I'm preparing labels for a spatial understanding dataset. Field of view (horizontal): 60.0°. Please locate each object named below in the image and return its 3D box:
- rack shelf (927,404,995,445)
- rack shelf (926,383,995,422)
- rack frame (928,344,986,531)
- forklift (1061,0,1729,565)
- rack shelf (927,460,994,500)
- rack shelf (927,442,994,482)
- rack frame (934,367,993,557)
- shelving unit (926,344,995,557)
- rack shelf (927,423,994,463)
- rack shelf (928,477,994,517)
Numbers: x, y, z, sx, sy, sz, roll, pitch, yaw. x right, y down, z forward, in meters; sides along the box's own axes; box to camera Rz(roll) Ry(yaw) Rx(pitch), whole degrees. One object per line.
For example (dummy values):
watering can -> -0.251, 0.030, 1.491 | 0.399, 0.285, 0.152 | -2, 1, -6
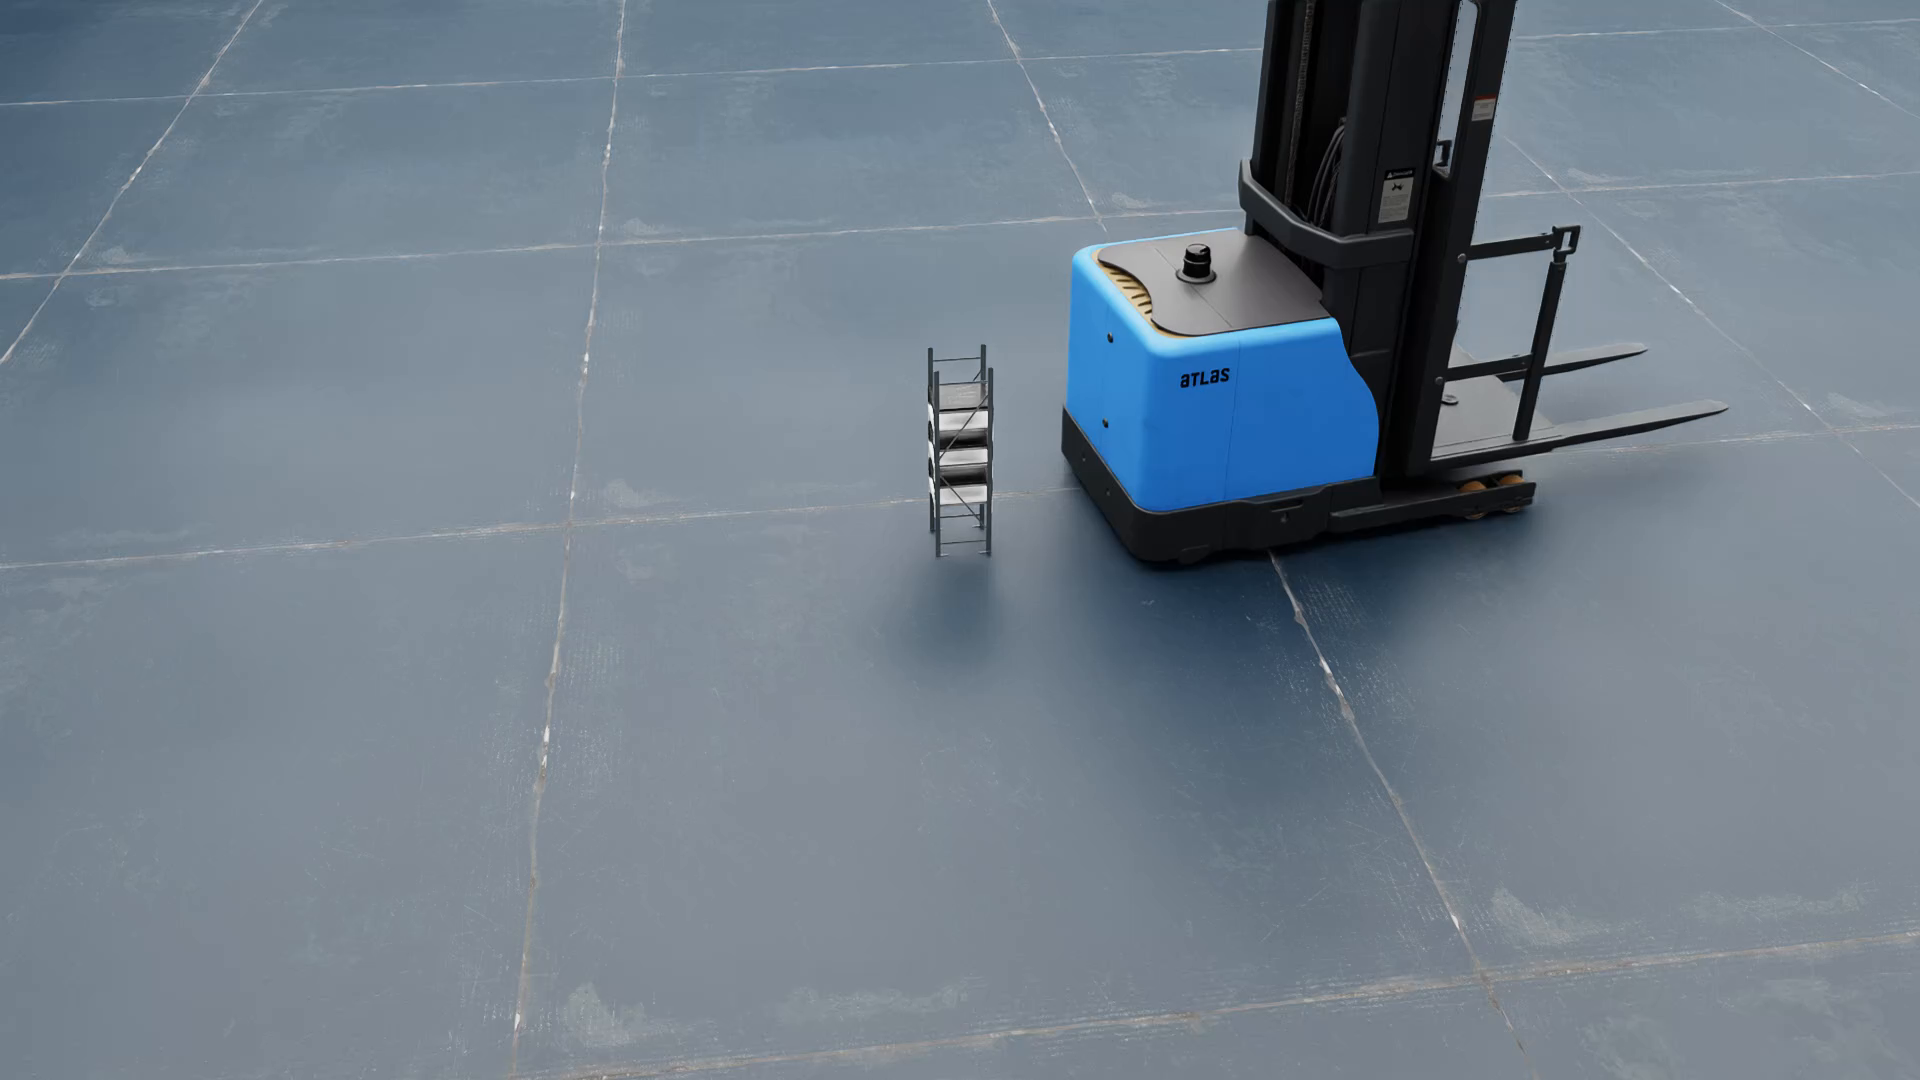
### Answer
rack shelf -> 0.001, -0.489, 6.907 | 0.258, 0.077, 0.200 | -4, 35, -6
rack shelf -> 0.001, -0.563, 6.857 | 0.258, 0.077, 0.200 | -4, 35, -6
rack frame -> -0.013, -0.424, 7.073 | 0.240, 0.900, 0.006 | -4, 35, -6
forklift -> 2.047, -1.577, 6.961 | 3.031, 2.935, 1.130 | -10, 35, -14
rack shelf -> 0.001, -0.265, 7.059 | 0.258, 0.077, 0.200 | -4, 35, -6
rack shelf -> 0.001, -0.340, 7.009 | 0.258, 0.077, 0.200 | -4, 35, -6
rack frame -> 0.015, -0.311, 6.907 | 0.240, 0.900, 0.006 | -4, 35, -6
shelving unit -> 0.001, -0.367, 6.990 | 0.258, 0.900, 0.210 | -4, 35, -6
rack shelf -> 0.001, -0.414, 6.958 | 0.258, 0.077, 0.200 | -4, 35, -6
rack shelf -> 0.001, -0.191, 7.110 | 0.258, 0.077, 0.200 | -4, 35, -6
